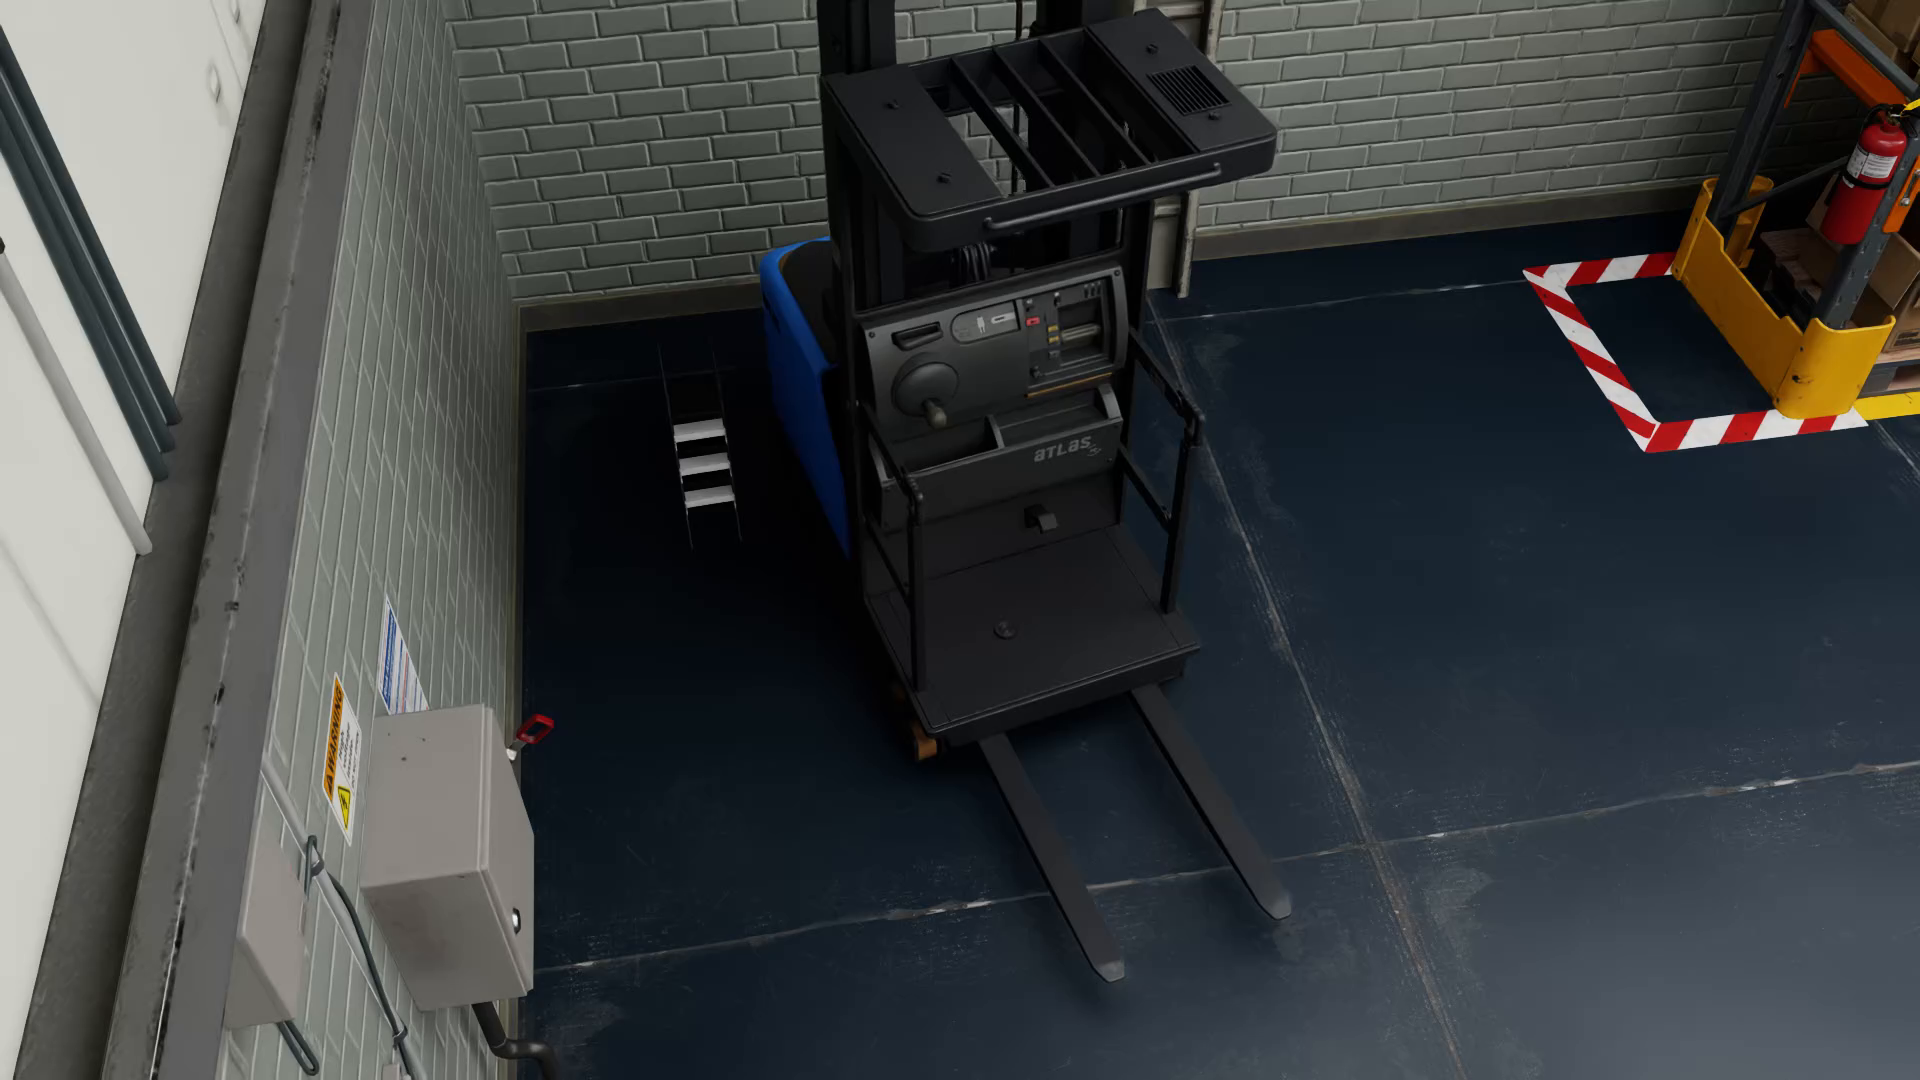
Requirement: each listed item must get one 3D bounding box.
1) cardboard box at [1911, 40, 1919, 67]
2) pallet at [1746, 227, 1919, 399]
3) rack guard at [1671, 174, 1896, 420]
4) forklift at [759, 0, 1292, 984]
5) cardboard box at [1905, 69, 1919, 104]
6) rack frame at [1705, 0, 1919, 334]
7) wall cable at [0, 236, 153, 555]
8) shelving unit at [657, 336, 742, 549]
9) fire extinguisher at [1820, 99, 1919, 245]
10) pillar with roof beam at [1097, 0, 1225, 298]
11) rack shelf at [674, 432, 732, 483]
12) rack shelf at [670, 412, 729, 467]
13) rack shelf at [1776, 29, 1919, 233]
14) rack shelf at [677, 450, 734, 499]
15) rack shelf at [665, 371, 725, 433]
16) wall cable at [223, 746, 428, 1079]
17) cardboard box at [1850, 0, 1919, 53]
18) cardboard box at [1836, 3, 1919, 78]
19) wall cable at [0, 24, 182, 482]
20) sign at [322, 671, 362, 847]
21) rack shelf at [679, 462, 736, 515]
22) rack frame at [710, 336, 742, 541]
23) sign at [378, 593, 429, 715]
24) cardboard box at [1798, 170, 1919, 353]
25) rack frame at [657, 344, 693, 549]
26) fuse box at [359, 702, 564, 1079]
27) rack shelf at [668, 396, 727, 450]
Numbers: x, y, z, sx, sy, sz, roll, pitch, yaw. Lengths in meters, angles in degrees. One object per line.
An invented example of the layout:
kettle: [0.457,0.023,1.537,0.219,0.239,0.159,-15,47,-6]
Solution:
cardboard box: [4.192,-1.916,6.604,0.500,0.250,0.500,-7,46,-7]
pallet: [4.559,-1.141,7.896,1.213,0.211,1.003,-7,46,-7]
rack guard: [3.774,-1.143,7.697,0.348,0.500,1.175,-7,46,-7]
forklift: [0.213,-0.555,5.443,1.130,2.935,3.031,-16,48,-15]
cardboard box: [4.070,-1.759,6.729,0.250,0.149,0.380,-7,47,-7]
rack frame: [3.699,-2.000,6.788,0.127,3.000,1.000,-7,46,-7]
wall cable: [-1.134,-0.196,0.883,0.029,3.000,2.355,-7,46,-7]
shelving unit: [-1.040,-0.378,6.682,0.210,0.900,0.258,-9,47,-9]
fire extinguisher: [3.633,-1.498,6.616,0.183,0.674,0.296,-7,46,-7]
pillar with roof beam: [1.622,-1.336,1.981,0.400,9.000,9.100,-7,46,-7]
rack shelf: [-1.040,-0.354,6.706,0.200,0.077,0.258,-9,47,-9]
rack shelf: [-1.040,-0.417,6.641,0.200,0.077,0.258,-9,47,-9]
rack shelf: [5.670,-1.996,7.283,4.000,0.370,1.077,-7,46,-7]
rack shelf: [-1.040,-0.292,6.771,0.200,0.077,0.258,-9,47,-9]
rack shelf: [-1.040,-0.542,6.512,0.200,0.077,0.258,-9,47,-9]
wall cable: [-1.257,0.873,3.314,0.122,1.984,0.588,-7,46,-7]
cardboard box: [4.107,-2.296,6.970,0.500,0.250,0.500,-6,46,-6]
cardboard box: [3.980,-2.144,7.101,0.250,0.149,0.380,-8,47,-7]
wall cable: [-1.571,-2.190,2.779,0.133,3.039,2.988,-7,46,-7]
sign: [-1.412,0.500,3.805,0.001,0.242,0.339,-7,46,-7]
rack shelf: [-1.040,-0.230,6.836,0.200,0.077,0.258,-9,47,-9]
rack frame: [-0.941,-0.394,6.698,0.006,0.900,0.240,-9,47,-9]
sign: [-1.506,0.430,4.512,0.001,0.494,0.329,-7,46,-7]
cardboard box: [4.318,-1.288,7.543,0.637,0.503,0.797,-9,47,-8]
rack frame: [-1.139,-0.361,6.666,0.006,0.900,0.240,-9,47,-9]
fuse box: [-1.218,1.169,4.629,0.414,1.711,0.539,-7,46,-7]
rack shelf: [-1.040,-0.479,6.576,0.200,0.077,0.258,-9,47,-9]
